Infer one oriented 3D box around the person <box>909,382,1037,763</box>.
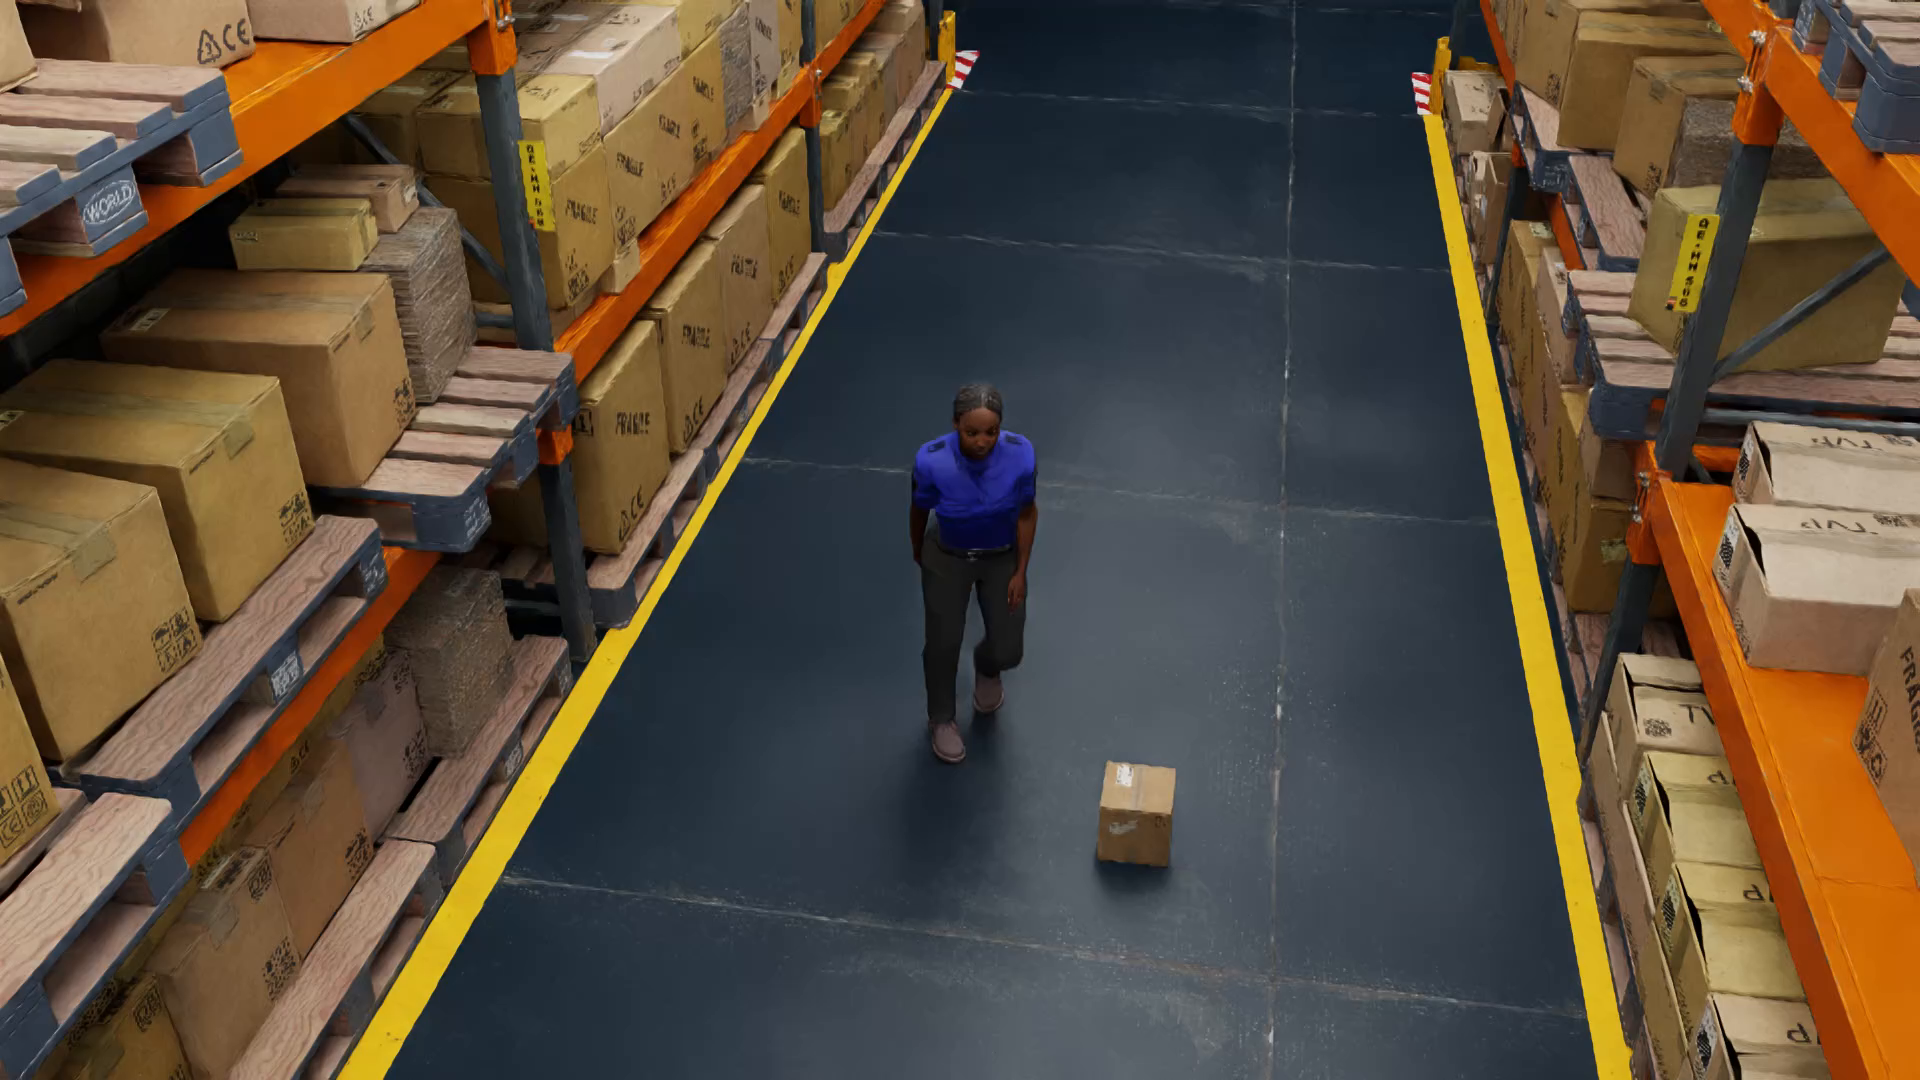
[{"bbox_3d":[0.039,0.075,6.048,0.448,1.635,0.615,-5,33,-8],"label":"person"}]
